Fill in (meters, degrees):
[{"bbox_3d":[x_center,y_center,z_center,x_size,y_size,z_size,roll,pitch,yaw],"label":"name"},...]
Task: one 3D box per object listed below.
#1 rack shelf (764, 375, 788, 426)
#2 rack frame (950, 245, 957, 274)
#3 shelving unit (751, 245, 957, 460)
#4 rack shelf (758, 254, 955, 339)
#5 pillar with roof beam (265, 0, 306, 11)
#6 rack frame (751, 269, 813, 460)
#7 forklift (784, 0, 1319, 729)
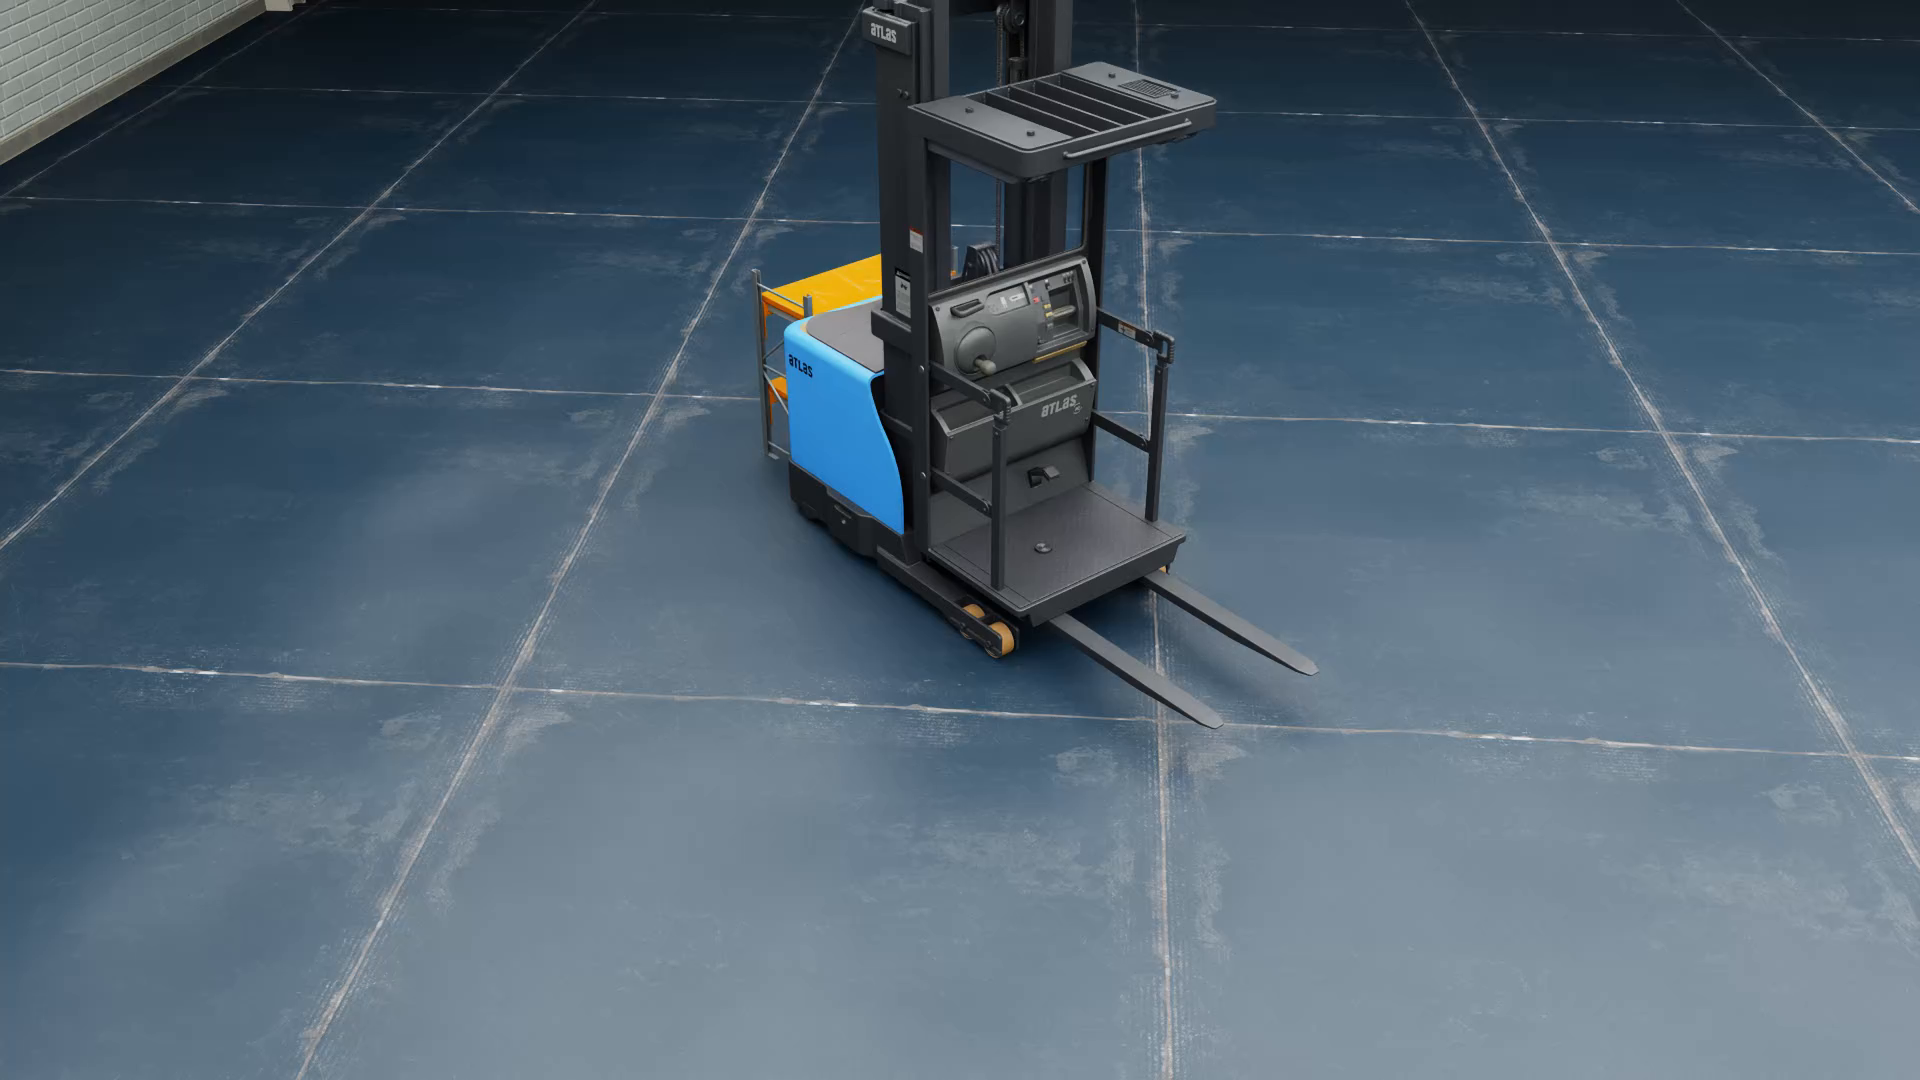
[{"bbox_3d":[-0.571,-0.855,9.532,1.000,0.278,0.538,-25,40,-35],"label":"rack shelf"},{"bbox_3d":[-0.194,-1.242,9.693,0.032,1.125,0.500,-25,40,-35],"label":"rack frame"},{"bbox_3d":[-0.571,-1.063,9.404,1.048,1.125,0.538,-25,40,-35],"label":"shelving unit"},{"bbox_3d":[-0.571,-1.313,9.250,1.000,0.278,0.538,-25,40,-35],"label":"rack shelf"},{"bbox_3d":[-3.125,-9.511,15.606,9.100,9.000,0.400,2,32,4],"label":"pillar with roof beam"},{"bbox_3d":[-0.949,-0.885,9.114,0.032,1.125,0.500,-25,40,-35],"label":"rack frame"},{"bbox_3d":[0.393,-0.989,7.562,1.130,2.935,3.031,-23,38,-32],"label":"forklift"}]
